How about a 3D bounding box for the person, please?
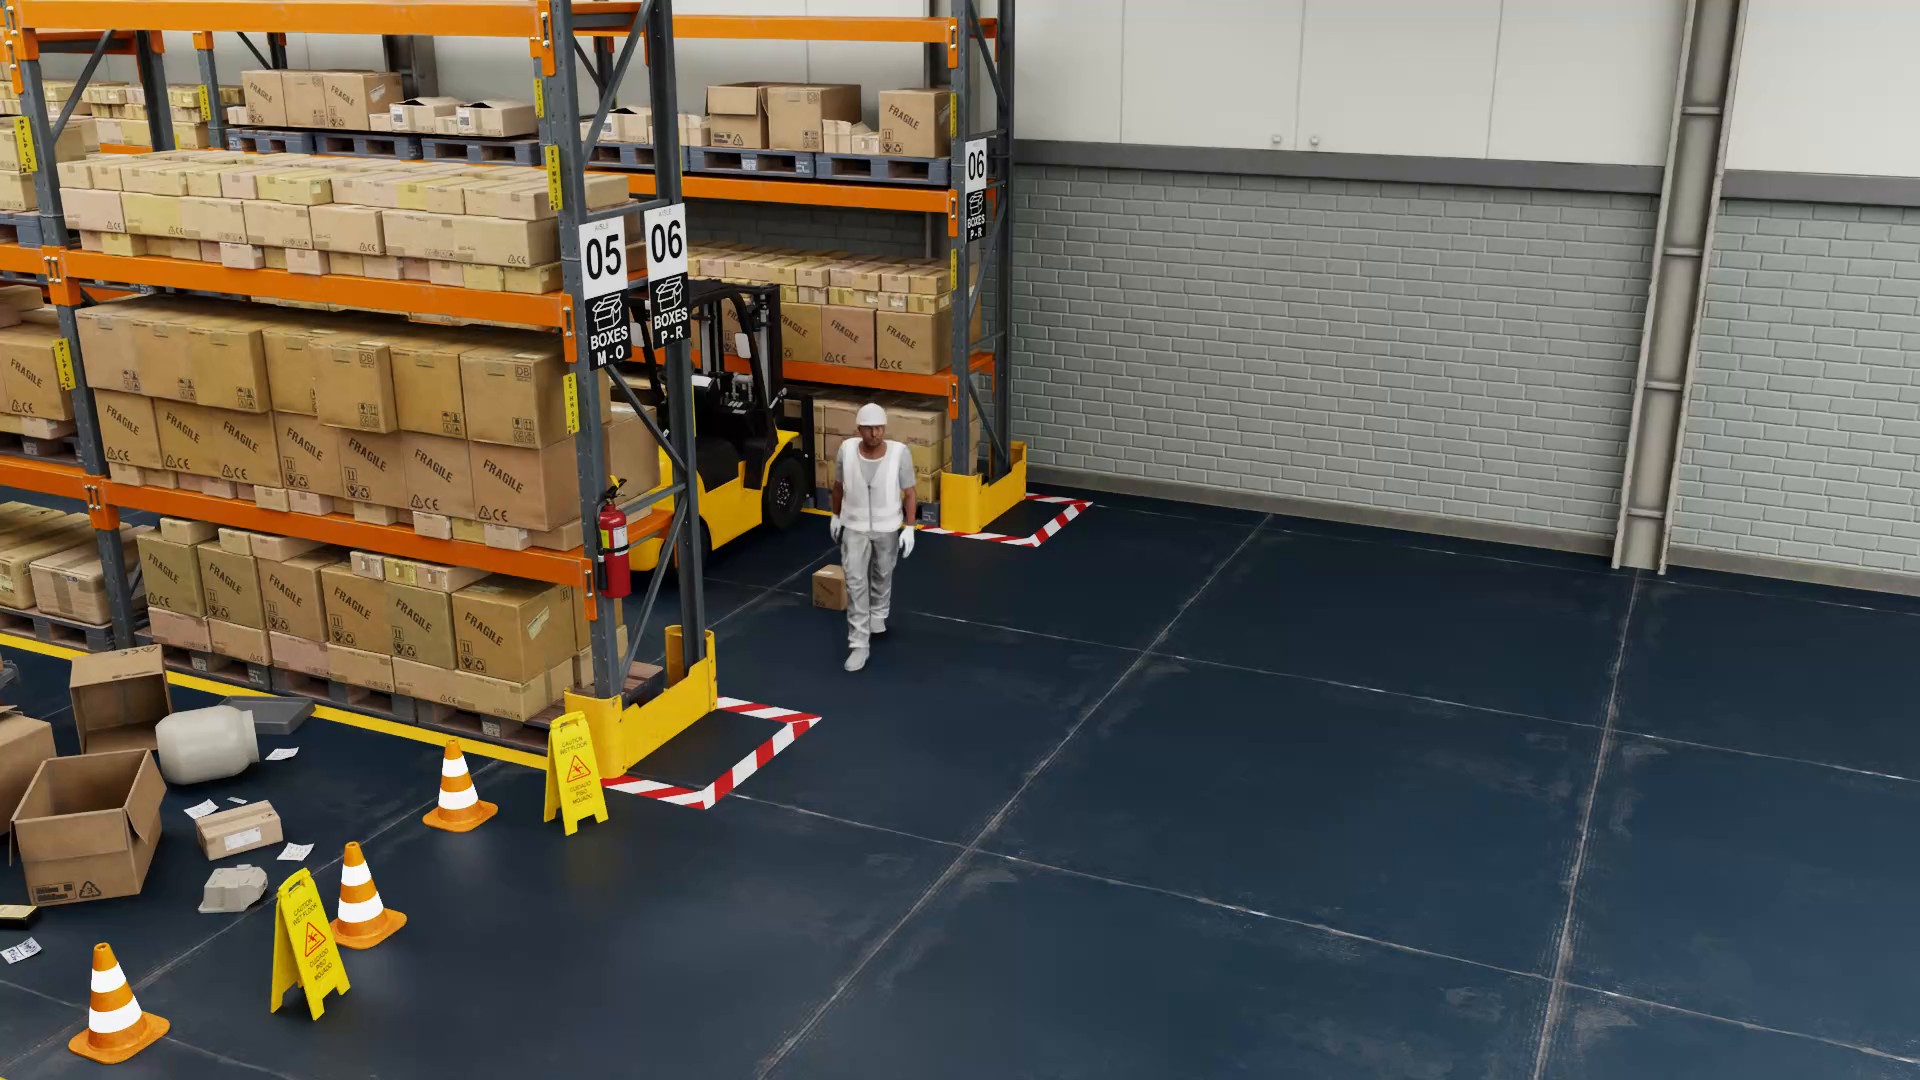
[{"bbox_3d":[-0.587,-0.086,11.256,0.590,1.734,0.927,-1,19,-4],"label":"person"}]
